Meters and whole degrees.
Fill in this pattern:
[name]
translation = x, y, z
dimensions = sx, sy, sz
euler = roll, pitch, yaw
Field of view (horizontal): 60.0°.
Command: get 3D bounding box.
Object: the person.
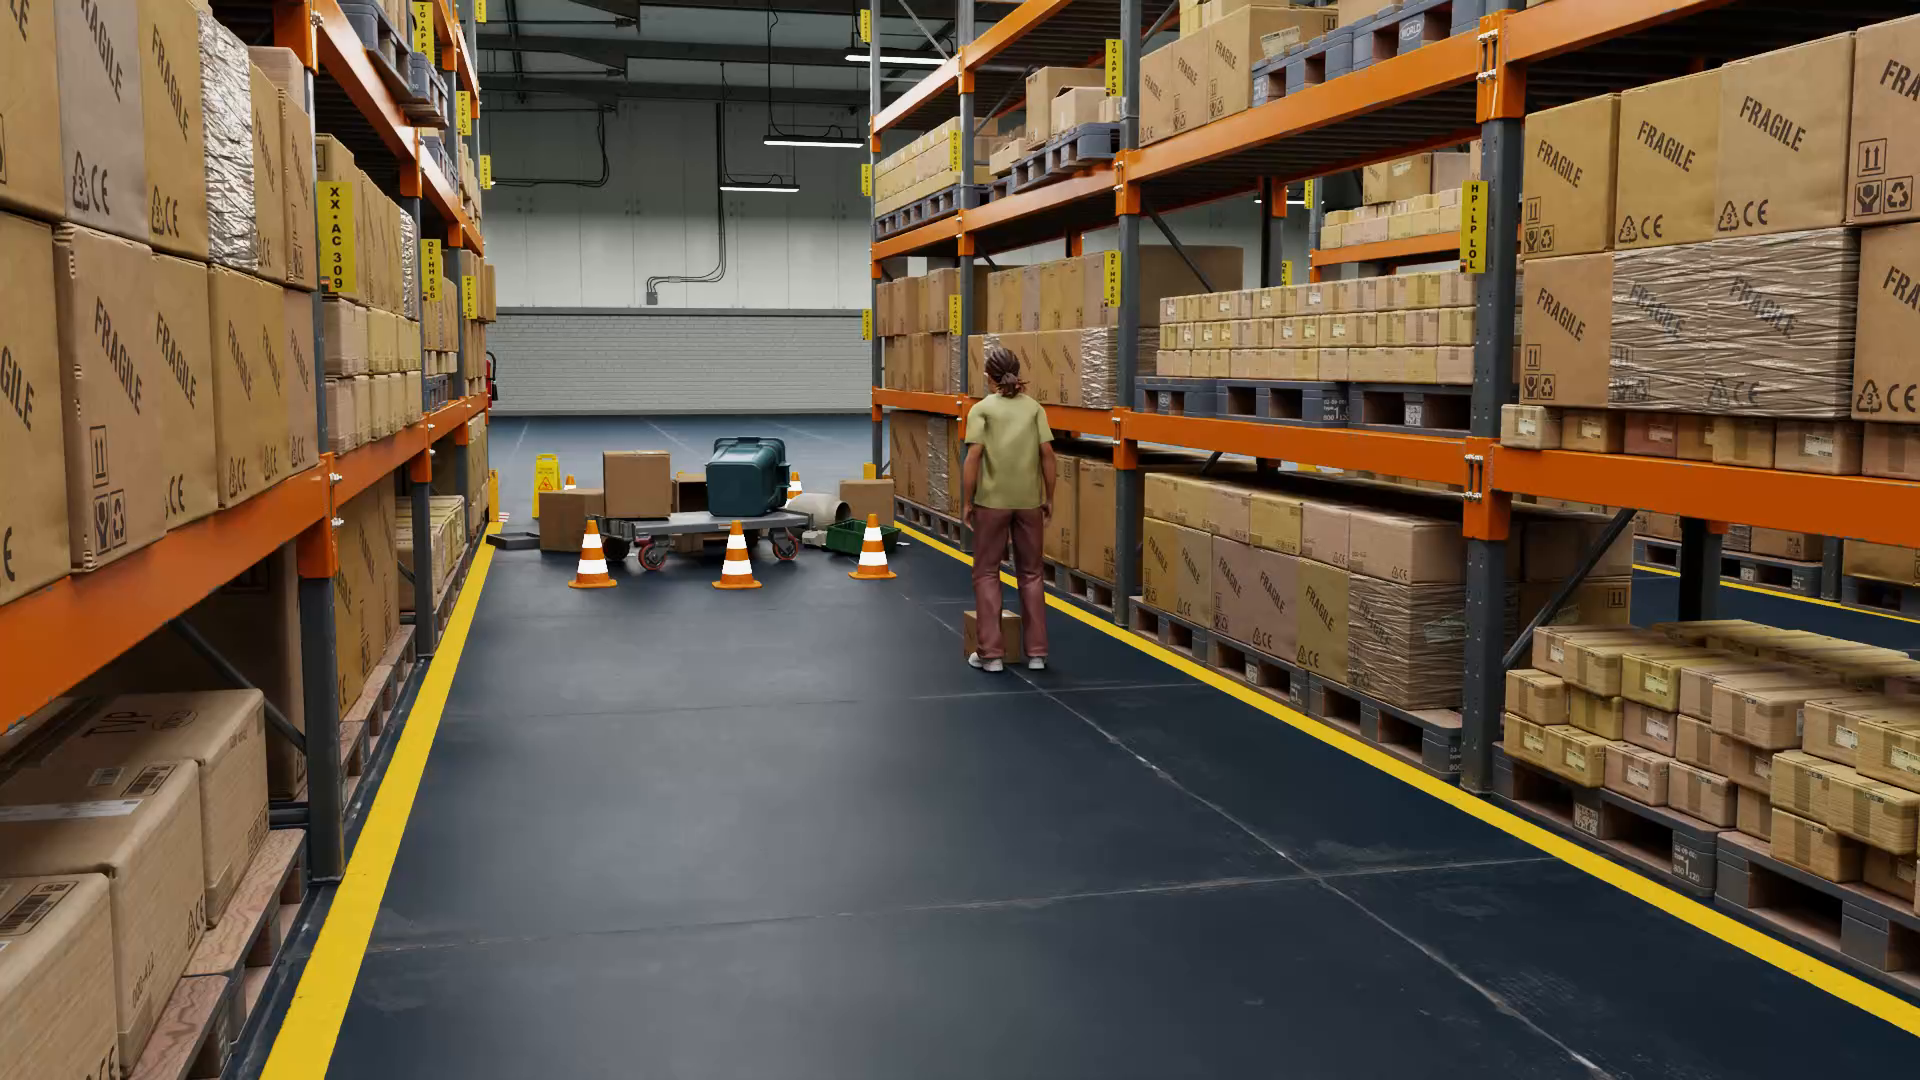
[person]
translation = 0.243, -0.150, 8.628
dimensions = 0.496, 1.651, 0.347
euler = -2, 6, -14
